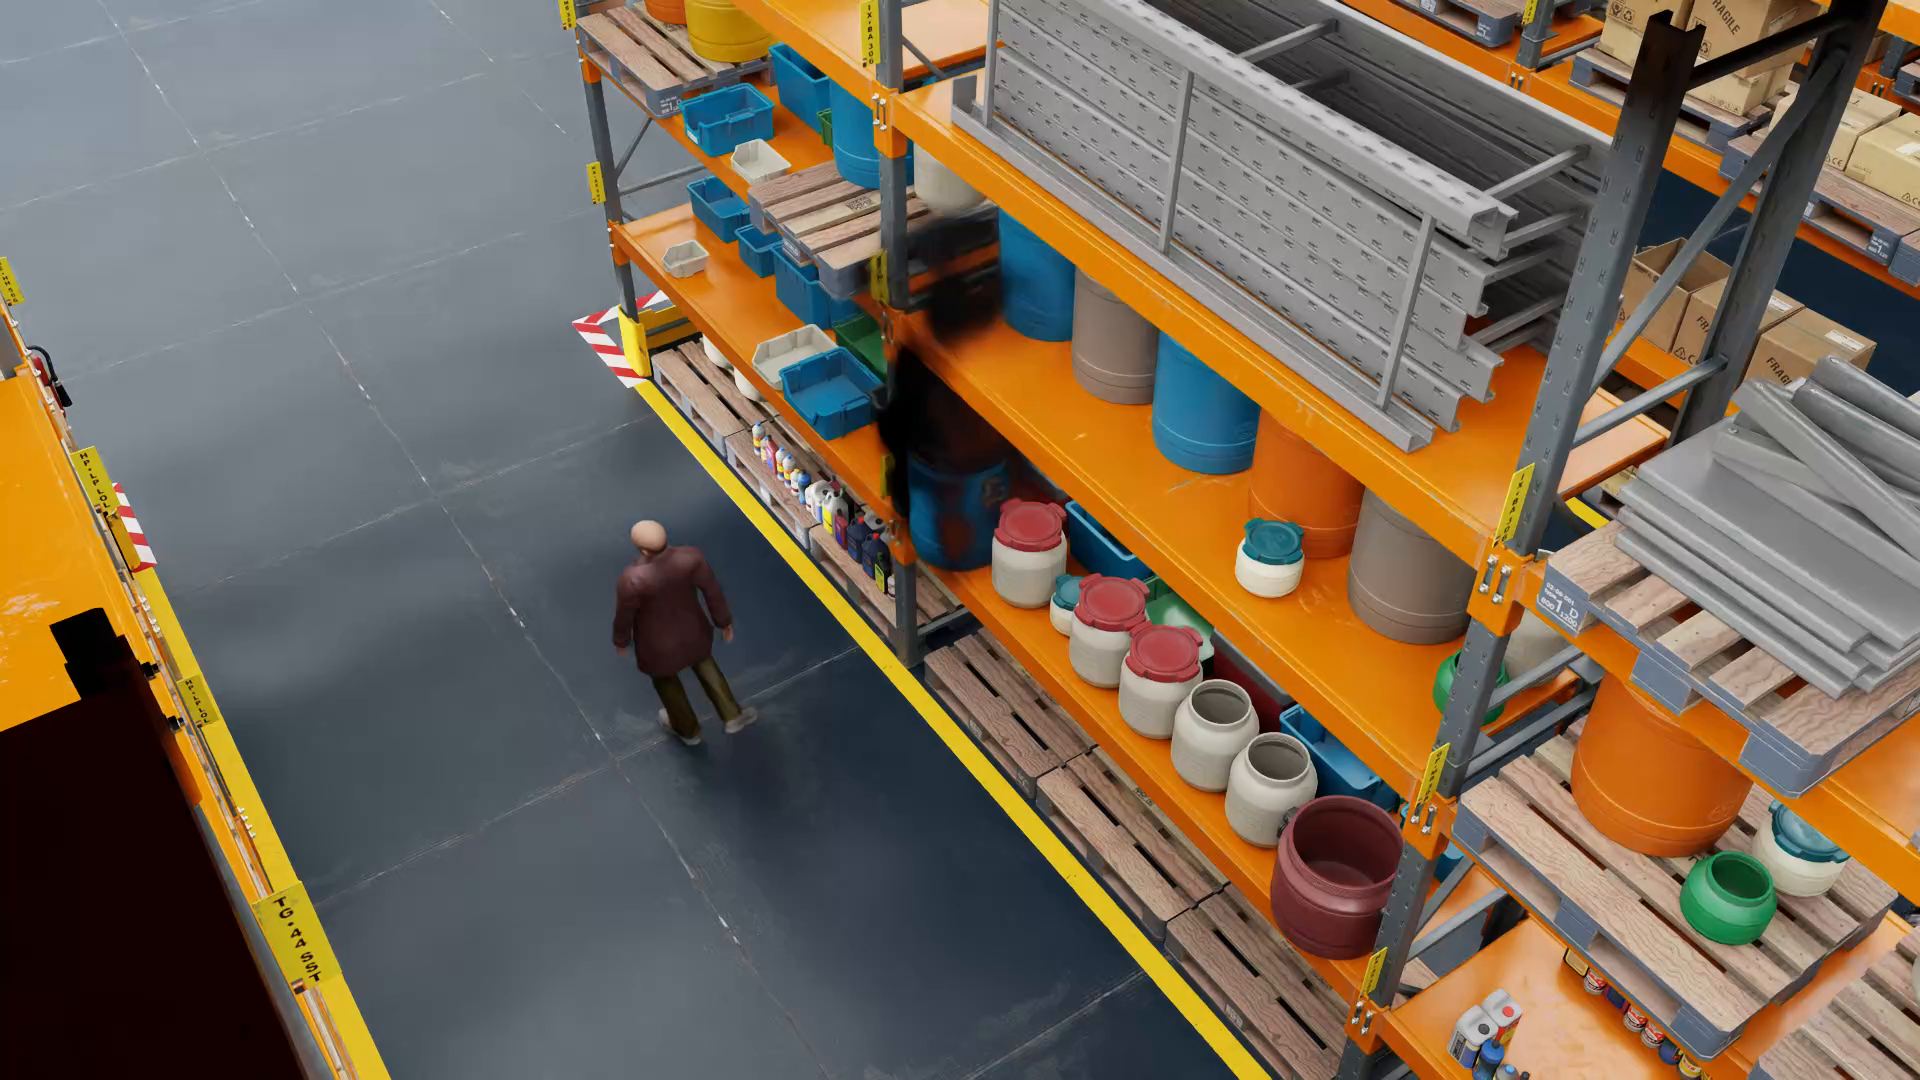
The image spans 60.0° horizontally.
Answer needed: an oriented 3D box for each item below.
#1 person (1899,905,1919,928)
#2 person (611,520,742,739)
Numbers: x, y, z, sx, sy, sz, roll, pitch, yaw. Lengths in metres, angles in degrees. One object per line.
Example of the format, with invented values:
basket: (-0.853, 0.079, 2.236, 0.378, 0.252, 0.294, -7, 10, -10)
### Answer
person: (4.711, 2.040, 8.168, 0.669, 1.658, 0.677, -25, 48, -24)
person: (-1.672, 0.560, 9.800, 0.683, 1.665, 0.570, -25, 48, -25)
